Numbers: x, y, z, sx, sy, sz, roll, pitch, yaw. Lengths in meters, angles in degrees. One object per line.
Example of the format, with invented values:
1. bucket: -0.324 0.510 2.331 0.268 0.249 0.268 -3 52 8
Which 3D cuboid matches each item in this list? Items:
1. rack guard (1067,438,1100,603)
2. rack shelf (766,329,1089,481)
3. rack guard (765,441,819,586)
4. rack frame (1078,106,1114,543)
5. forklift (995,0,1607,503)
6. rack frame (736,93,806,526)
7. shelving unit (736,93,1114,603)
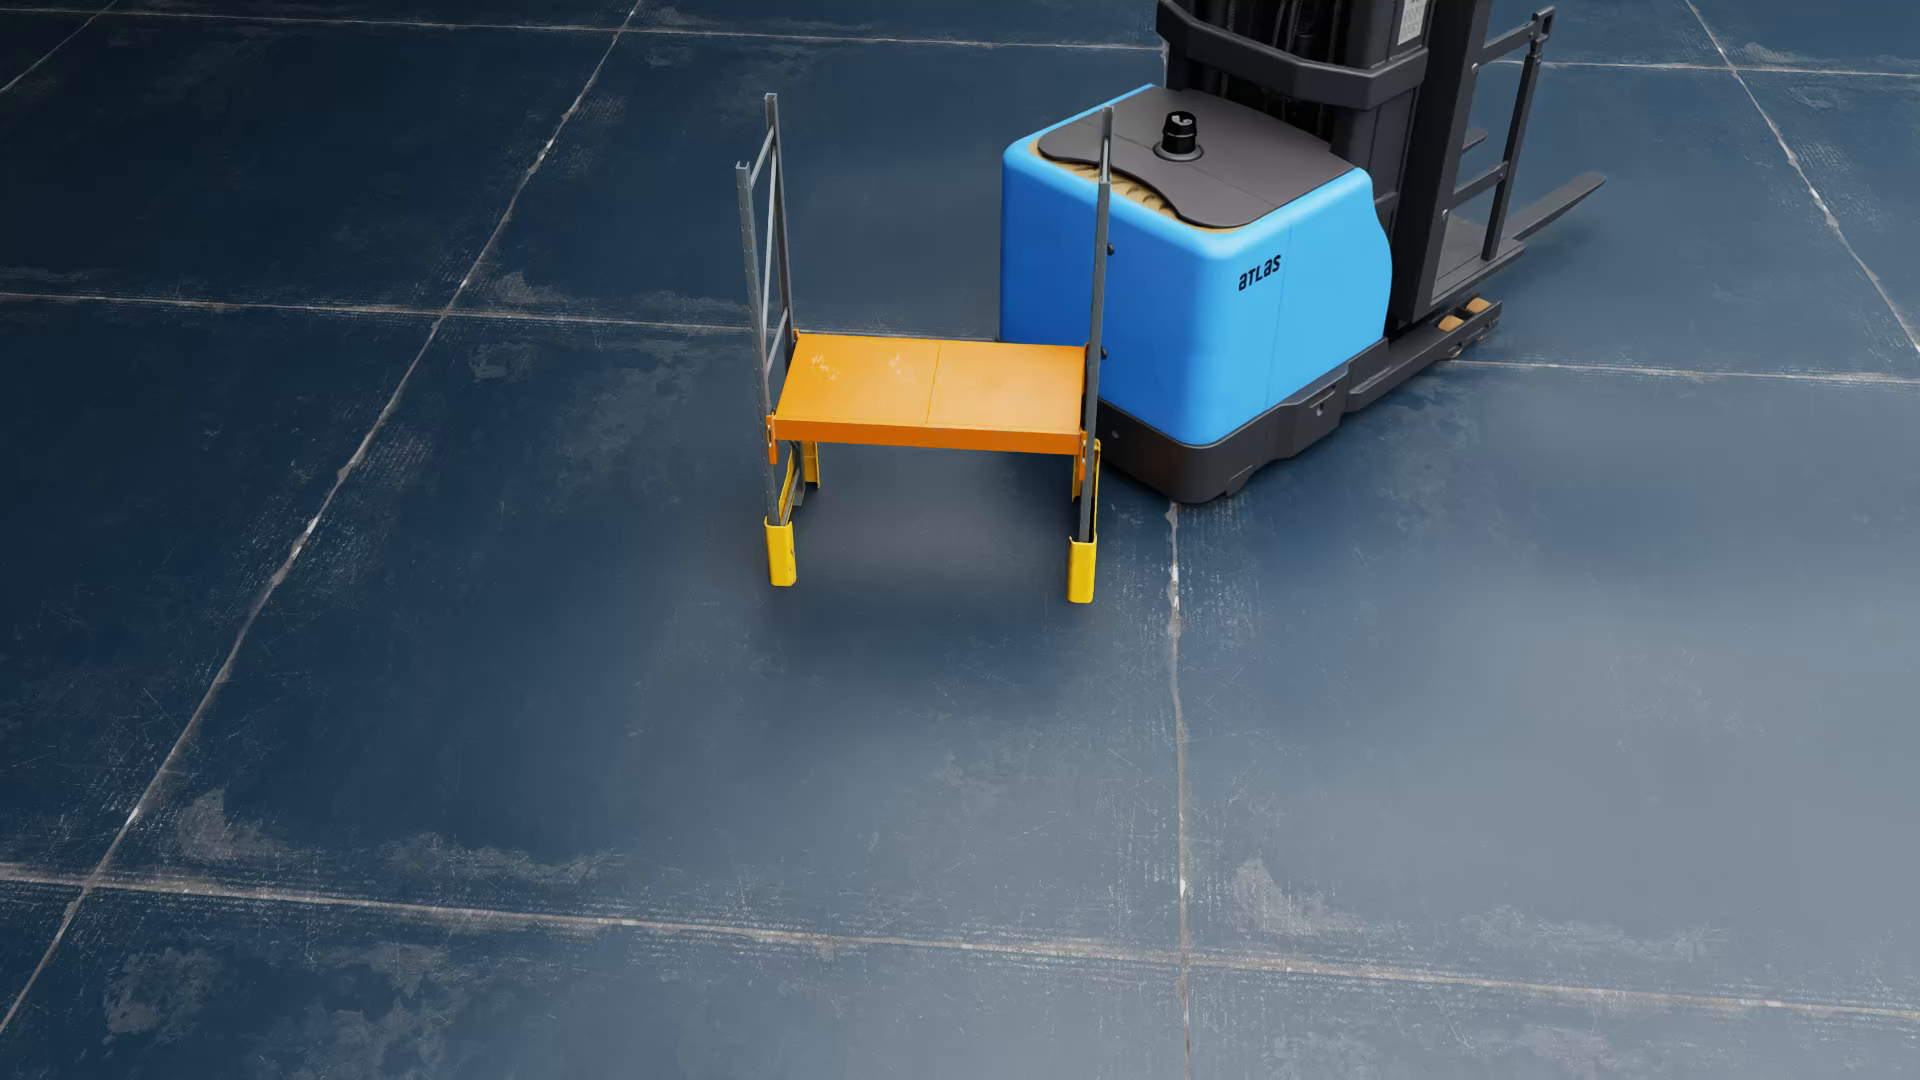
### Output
1. rack guard: 0.420 -0.074 5.643 0.087 0.250 0.587 3 39 4
2. rack shelf: -0.085 -0.447 5.396 1.000 0.185 0.538 3 39 4
3. rack guard: -0.572 -0.128 5.710 0.087 0.250 0.587 3 39 4
4. rack frame: 0.421 -0.559 5.248 0.032 1.500 0.500 3 39 4
5. forklift: 1.547 -2.077 5.980 3.031 2.935 1.130 -31 48 -32
6. rack frame: -0.591 -0.614 5.316 0.032 1.500 0.500 3 39 4
7. shelving unit: -0.076 -0.586 5.282 1.083 1.500 0.587 3 39 4
